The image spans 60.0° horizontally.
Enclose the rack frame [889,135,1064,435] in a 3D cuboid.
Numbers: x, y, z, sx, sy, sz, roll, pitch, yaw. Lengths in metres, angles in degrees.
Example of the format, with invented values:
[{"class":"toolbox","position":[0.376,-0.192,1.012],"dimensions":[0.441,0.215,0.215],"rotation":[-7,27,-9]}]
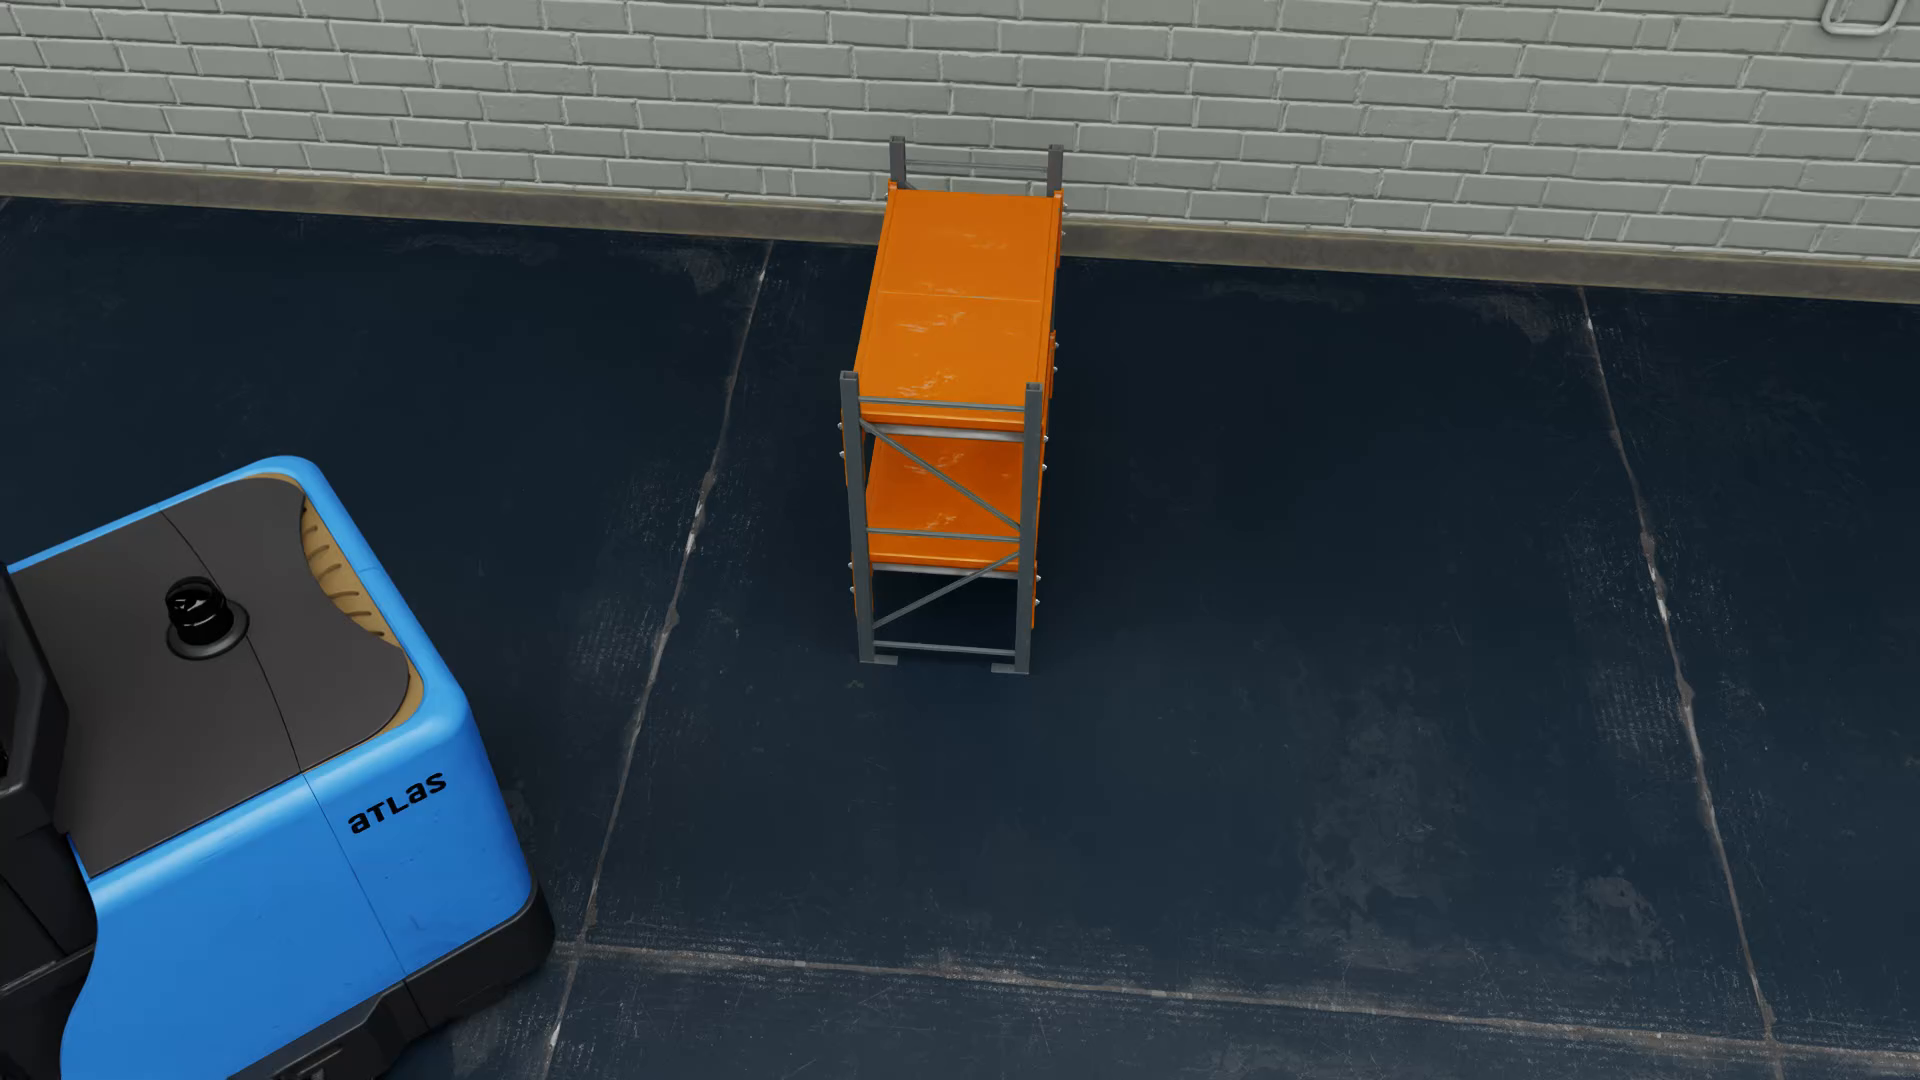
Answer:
[{"class":"rack frame","position":[0.047,-0.758,5.181],"dimensions":[0.500,1.125,0.032],"rotation":[4,48,4]}]

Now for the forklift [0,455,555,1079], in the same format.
[{"class":"forklift","position":[-2.523,0.429,2.871],"dimensions":[3.031,2.935,1.130],"rotation":[-28,53,-23]}]

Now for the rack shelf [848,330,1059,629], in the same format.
[{"class":"rack shelf","position":[0.001,-0.220,5.020],"dimensions":[0.538,0.278,1.000],"rotation":[4,48,4]}]

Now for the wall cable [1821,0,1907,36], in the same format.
[{"class":"wall cable","position":[2.698,-2.249,4.564],"dimensions":[0.585,1.953,0.123],"rotation":[4,48,4]}]

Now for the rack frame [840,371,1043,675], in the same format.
[{"class":"rack frame","position":[-0.046,-0.011,4.498],"dimensions":[0.500,1.125,0.032],"rotation":[4,48,4]}]

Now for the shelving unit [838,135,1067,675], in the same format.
[{"class":"shelving unit","position":[0.001,-0.385,4.839],"dimensions":[0.538,1.125,1.048],"rotation":[4,48,4]}]

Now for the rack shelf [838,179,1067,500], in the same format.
[{"class":"rack shelf","position":[0.001,-0.582,4.623],"dimensions":[0.538,0.278,1.000],"rotation":[4,48,4]}]
